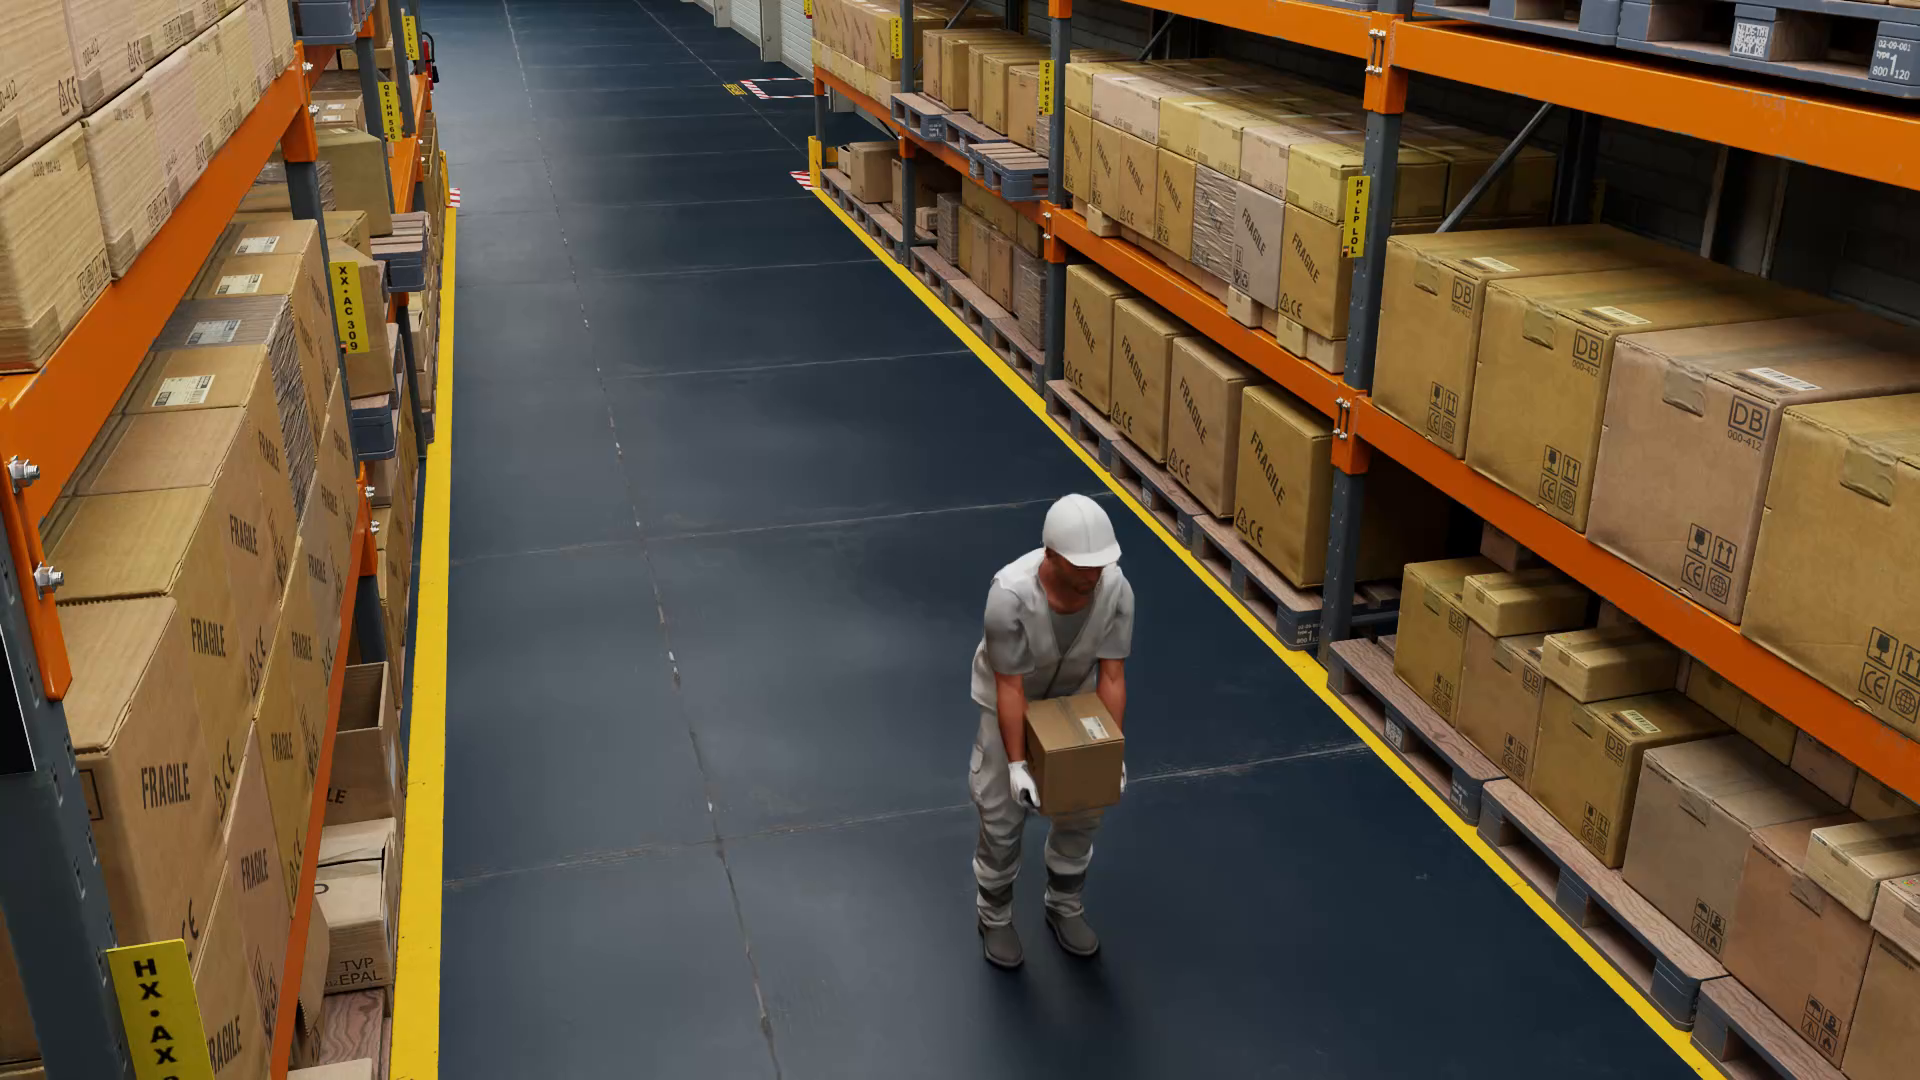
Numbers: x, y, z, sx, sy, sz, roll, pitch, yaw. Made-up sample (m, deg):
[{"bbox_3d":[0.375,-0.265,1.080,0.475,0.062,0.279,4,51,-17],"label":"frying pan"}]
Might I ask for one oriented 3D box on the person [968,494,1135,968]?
[{"bbox_3d":[0.291,0.604,5.231,0.488,1.702,0.638,-7,24,-15],"label":"person"}]
